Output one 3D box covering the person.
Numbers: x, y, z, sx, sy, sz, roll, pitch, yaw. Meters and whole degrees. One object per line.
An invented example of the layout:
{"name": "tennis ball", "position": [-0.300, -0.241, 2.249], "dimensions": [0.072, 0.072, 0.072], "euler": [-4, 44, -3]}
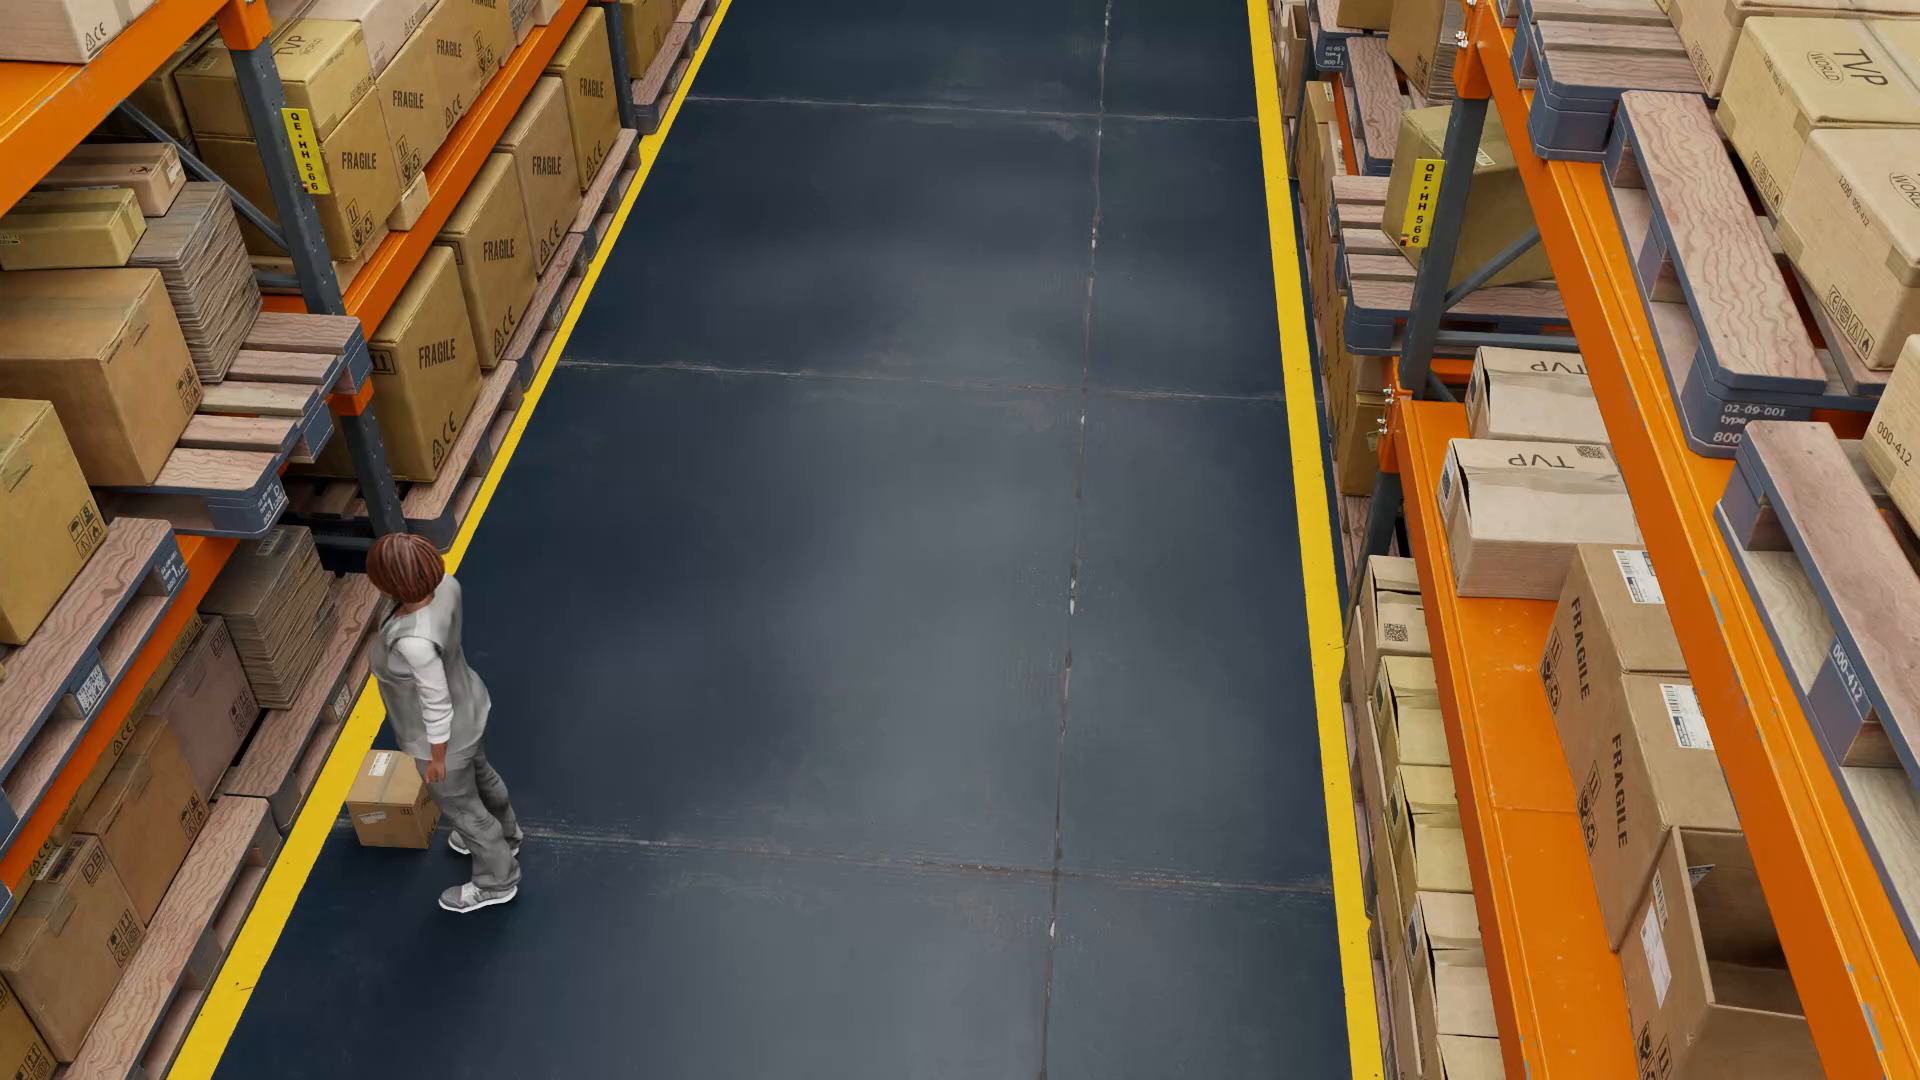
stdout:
{"name": "person", "position": [-1.700, 0.603, 5.456], "dimensions": [0.318, 1.603, 0.410], "euler": [-2, 41, -2]}
